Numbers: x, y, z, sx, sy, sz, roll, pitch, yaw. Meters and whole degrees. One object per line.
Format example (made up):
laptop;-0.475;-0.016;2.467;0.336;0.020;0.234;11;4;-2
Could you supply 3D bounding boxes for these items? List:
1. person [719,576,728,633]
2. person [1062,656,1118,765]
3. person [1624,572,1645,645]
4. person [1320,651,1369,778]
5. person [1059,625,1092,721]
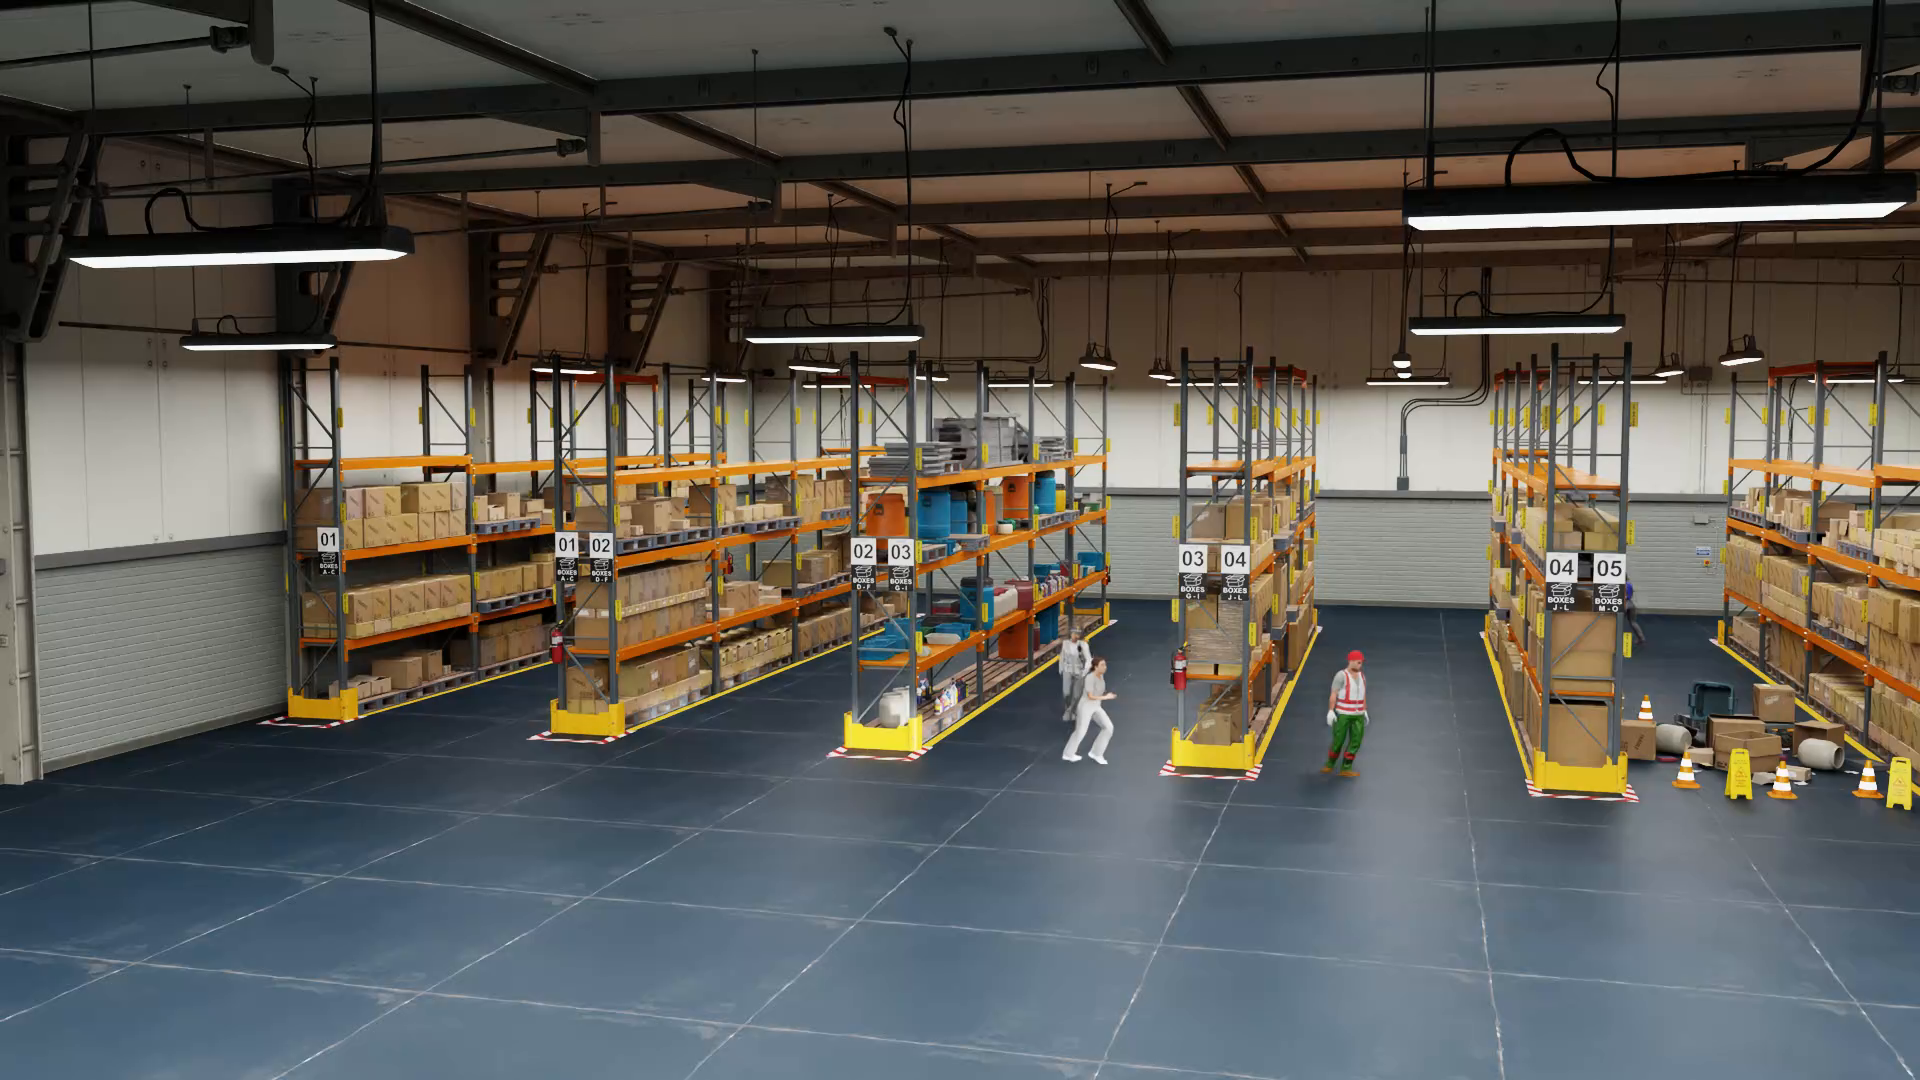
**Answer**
person;-5.108;1.565;35.712;0.513;1.594;0.861;1;4;15
person;1.888;2.449;23.917;0.921;1.603;0.565;3;5;38
person;14.606;1.517;36.405;0.583;1.646;0.965;-2;5;-21
person;5.360;2.421;23.162;0.655;1.759;0.475;-2;5;-25
person;1.886;2.184;27.153;0.567;1.621;0.787;0;4;5
